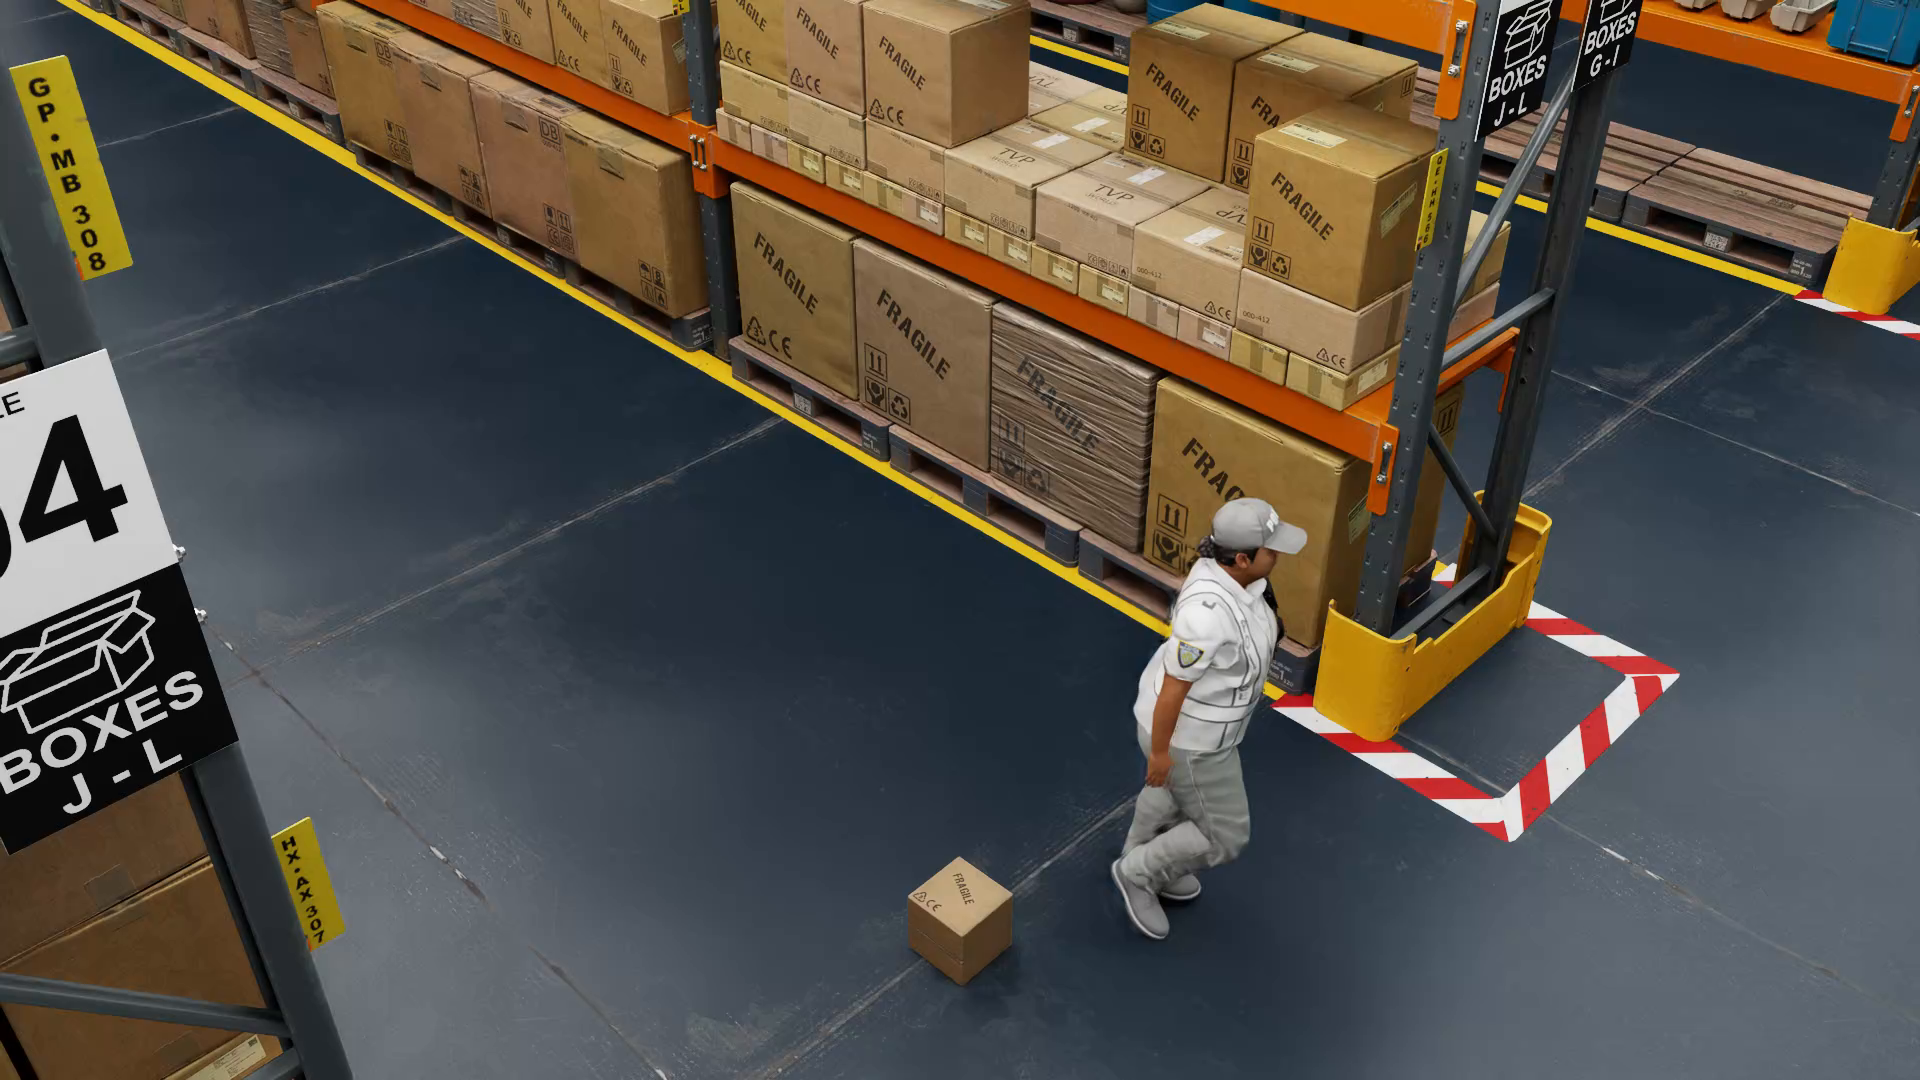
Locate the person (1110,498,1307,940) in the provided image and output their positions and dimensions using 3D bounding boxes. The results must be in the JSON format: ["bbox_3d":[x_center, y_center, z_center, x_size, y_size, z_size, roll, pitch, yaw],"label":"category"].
[{"bbox_3d":[0.774,0.576,5.322,0.483,1.651,0.537,10,37,13],"label":"person"}]
